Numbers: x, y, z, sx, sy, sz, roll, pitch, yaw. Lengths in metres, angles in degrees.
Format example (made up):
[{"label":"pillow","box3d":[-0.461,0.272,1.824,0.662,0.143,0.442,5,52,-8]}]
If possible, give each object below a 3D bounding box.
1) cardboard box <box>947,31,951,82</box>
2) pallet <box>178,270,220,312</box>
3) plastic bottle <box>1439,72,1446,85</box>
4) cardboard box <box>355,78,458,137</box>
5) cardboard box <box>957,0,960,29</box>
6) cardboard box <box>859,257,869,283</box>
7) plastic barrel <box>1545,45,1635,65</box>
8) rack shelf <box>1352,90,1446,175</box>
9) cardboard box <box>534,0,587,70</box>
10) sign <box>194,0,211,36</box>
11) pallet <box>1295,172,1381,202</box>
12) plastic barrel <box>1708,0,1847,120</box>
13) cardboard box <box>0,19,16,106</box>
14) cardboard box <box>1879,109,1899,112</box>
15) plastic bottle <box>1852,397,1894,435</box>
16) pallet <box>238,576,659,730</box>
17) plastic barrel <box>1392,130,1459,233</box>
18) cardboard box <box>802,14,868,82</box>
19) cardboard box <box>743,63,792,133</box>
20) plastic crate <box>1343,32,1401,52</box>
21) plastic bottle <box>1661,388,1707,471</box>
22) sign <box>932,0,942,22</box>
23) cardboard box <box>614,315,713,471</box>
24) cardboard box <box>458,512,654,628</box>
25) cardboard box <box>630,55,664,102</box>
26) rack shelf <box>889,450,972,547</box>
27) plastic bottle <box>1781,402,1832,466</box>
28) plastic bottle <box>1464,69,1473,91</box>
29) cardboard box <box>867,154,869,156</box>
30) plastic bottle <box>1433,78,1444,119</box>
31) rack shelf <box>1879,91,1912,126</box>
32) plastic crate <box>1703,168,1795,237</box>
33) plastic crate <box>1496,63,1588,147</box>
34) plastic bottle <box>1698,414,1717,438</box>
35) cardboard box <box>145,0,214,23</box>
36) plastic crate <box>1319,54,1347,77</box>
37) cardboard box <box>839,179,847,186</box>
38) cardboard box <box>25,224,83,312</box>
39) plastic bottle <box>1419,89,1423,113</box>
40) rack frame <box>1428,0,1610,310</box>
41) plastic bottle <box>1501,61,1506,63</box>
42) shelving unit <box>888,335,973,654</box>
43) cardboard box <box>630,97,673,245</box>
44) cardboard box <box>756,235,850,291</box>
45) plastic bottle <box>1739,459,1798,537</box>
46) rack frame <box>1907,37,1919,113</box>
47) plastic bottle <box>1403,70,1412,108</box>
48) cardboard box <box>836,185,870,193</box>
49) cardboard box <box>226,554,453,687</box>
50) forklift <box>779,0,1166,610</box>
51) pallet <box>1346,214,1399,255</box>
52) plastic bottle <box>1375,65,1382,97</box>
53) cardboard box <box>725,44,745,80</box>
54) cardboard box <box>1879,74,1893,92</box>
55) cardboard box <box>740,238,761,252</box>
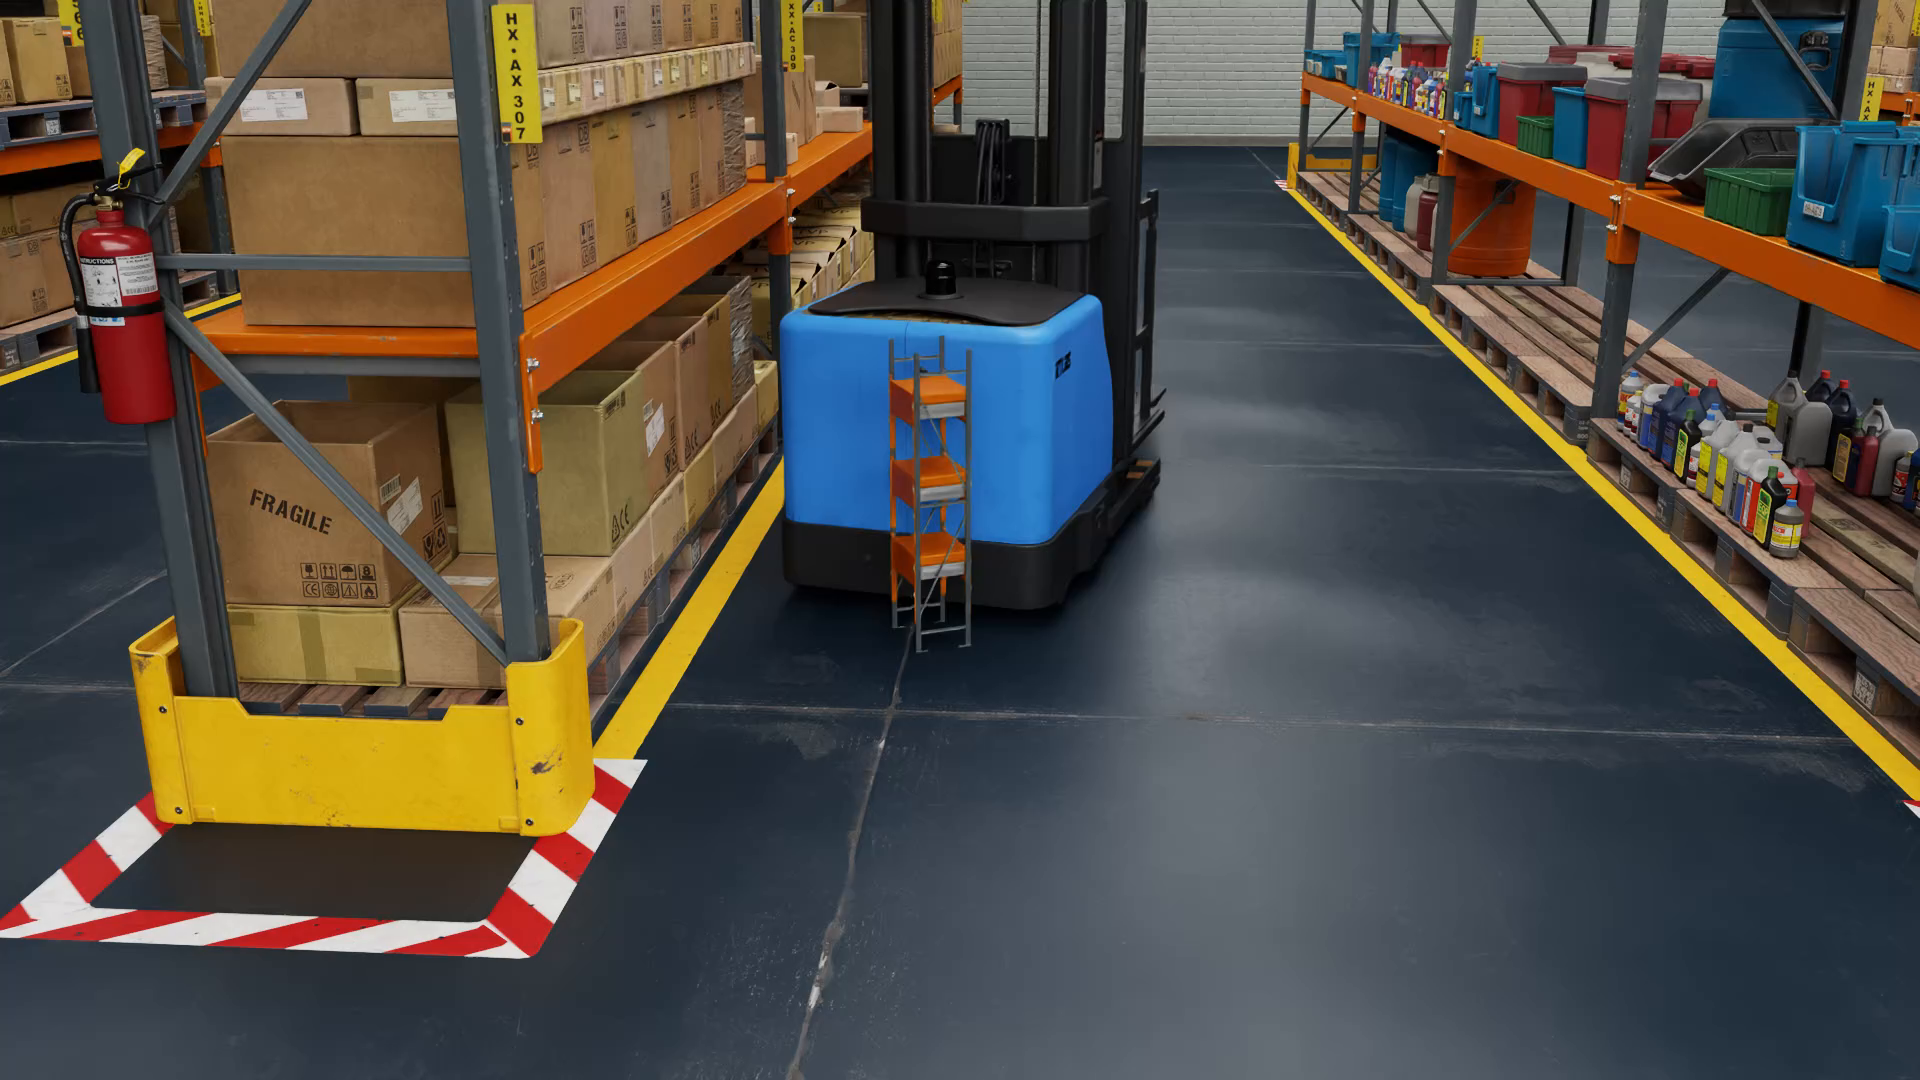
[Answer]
[{"label":"cardboard box","box3d":[-0.356,-5.098,17.503,0.500,0.500,0.500,1,18,3]},{"label":"pallet","box3d":[-6.056,-1.725,11.849,1.003,0.211,1.213,1,18,4]},{"label":"plastic bottle","box3d":[4.338,-4.087,14.898,0.097,0.201,0.097,0,18,0]},{"label":"cardboard box","box3d":[-1.388,-1.172,4.479,0.380,0.149,0.250,1,18,4]},{"label":"cardboard box","box3d":[-0.277,-5.890,18.313,0.500,0.500,0.500,2,18,5]},{"label":"cardboard box","box3d":[-0.885,-1.747,11.180,0.500,0.250,0.500,1,18,3]},{"label":"plastic barrel","box3d":[4.152,-2.986,10.999,0.600,0.536,0.708,1,18,4]},{"label":"rack shelf","box3d":[4.026,-3.351,13.488,1.077,0.370,4.000,1,18,4]},{"label":"cardboard box","box3d":[-1.549,-1.688,5.012,0.700,0.500,0.500,1,18,2]},{"label":"sign","box3d":[-5.457,-3.796,11.959,0.100,0.325,0.005,1,18,4]},{"label":"pallet","box3d":[4.359,-3.976,18.718,1.003,0.211,1.213,1,18,4]},{"label":"plastic barrel","box3d":[3.926,-2.181,7.957,0.600,0.901,0.708,1,18,4]},{"label":"cardboard box","box3d":[-6.152,-2.843,9.915,0.700,0.500,0.500,4,19,11]},{"label":"cardboard box","box3d":[9.301,-3.876,16.673,0.875,0.875,0.875,1,18,4]},{"label":"plastic bottle","box3d":[3.800,-0.413,6.915,0.144,0.351,0.185,1,18,4]},{"label":"pallet","box3d":[-1.618,0.388,5.401,1.003,0.211,1.213,1,18,4]},{"label":"plastic barrel","box3d":[4.063,-3.128,14.348,0.600,0.901,0.708,1,18,4]},{"label":"cardboard box","box3d":[-0.869,-3.909,13.199,0.700,0.500,0.500,5,19,14]},{"label":"cardboard box","box3d":[-1.235,-2.391,9.241,0.500,0.500,0.500,3,18,8]},{"label":"plastic crate","box3d":[4.619,-5.494,18.718,0.616,0.435,0.499,1,18,4]},{"label":"plastic bottle","box3d":[3.111,-0.480,7.117,0.144,0.351,0.185,1,18,2]},{"label":"sign","box3d":[-0.217,-4.965,15.398,0.100,0.325,0.005,1,18,4]},{"label":"cardboard box","box3d":[-1.261,-0.576,6.399,0.500,0.500,0.500,1,18,4]},{"label":"cardboard box","box3d":[-1.339,0.091,5.569,0.500,0.250,0.500,1,18,4]},{"label":"cardboard box","box3d":[-1.277,-1.649,5.936,0.380,0.149,0.250,1,18,4]},{"label":"rack shelf","box3d":[-0.102,-0.144,5.710,0.215,0.259,0.240,-7,20,-21]},{"label":"plastic bottle","box3d":[3.674,-0.474,7.219,0.152,0.276,0.135,1,18,4]},{"label":"plastic bottle","box3d":[4.266,-3.808,13.935,0.097,0.271,0.097,0,18,0]},{"label":"cardboard box","box3d":[-1.013,-3.630,16.493,0.500,0.500,0.500,1,18,4]},{"label":"plastic bottle","box3d":[3.503,-3.223,12.130,0.061,0.283,0.133,1,18,4]},{"label":"rack shelf","box3d":[9.253,-4.483,16.942,1.077,0.370,4.000,1,18,4]},{"label":"plastic crate","box3d":[3.217,-1.313,6.455,0.450,0.188,0.662,1,18,4]},{"label":"plastic crate","box3d":[3.462,-2.607,9.960,0.402,0.464,0.583,1,18,4]},{"label":"plastic bottle","box3d":[3.138,-0.395,6.988,0.097,0.271,0.097,0,18,0]},{"label":"cardboard box","box3d":[-5.707,-3.992,12.414,0.500,0.250,0.500,2,18,5]},{"label":"plastic crate","box3d":[4.016,-5.027,17.620,0.416,0.233,0.300,1,18,4]},{"label":"cardboard box","box3d":[-1.187,-2.661,13.535,0.500,0.500,0.500,1,18,2]},{"label":"cardboard box","box3d":[-6.159,-1.777,10.837,0.700,0.500,0.500,1,18,4]},{"label":"plastic bottle","box3d":[3.564,-3.371,12.712,0.097,0.201,0.097,0,18,0]},{"label":"rack frame","box3d":[3.883,-3.072,11.480,1.000,3.000,0.127,1,18,4]},{"label":"plastic bottle","box3d":[4.351,-3.656,13.342,0.144,0.351,0.185,1,18,4]},{"label":"shelving unit","box3d":[-0.102,-0.155,5.707,0.215,1.050,0.252,-7,20,-21]},{"label":"cardboard box","box3d":[-1.477,-1.372,6.132,0.700,0.500,0.500,2,18,6]},{"label":"cardboard box","box3d":[-0.957,-1.701,10.138,0.500,0.311,0.500,2,18,5]},{"label":"plastic bottle","box3d":[3.049,-0.160,6.261,0.152,0.276,0.135,1,18,4]},{"label":"rack frame","box3d":[9.110,-4.204,14.934,1.000,3.000,0.127,1,18,4]},{"label":"plastic bottle","box3d":[3.591,-3.605,13.296,0.061,0.283,0.133,1,18,4]},{"label":"cardboard box","box3d":[-0.708,-2.502,13.051,0.500,0.500,0.500,1,18,2]},{"label":"cardboard box","box3d":[-1.887,0.235,5.130,0.500,0.250,0.500,1,18,4]},{"label":"forklift","box3d":[0.276,-1.565,6.991,1.130,2.935,3.031,6,19,17]},{"label":"pallet","box3d":[4.073,-2.750,14.977,1.003,0.211,1.213,1,18,4]},{"label":"plastic bottle","box3d":[3.711,-4.041,14.644,0.097,0.271,0.097,0,18,0]},{"label":"cardboard box","box3d":[-1.170,-2.131,7.407,0.380,0.149,0.250,1,18,3]},{"label":"cardboard box","box3d":[8.823,-4.266,15.529,0.380,0.149,0.250,2,18,5]},{"label":"cardboard box","box3d":[-1.492,-1.705,10.151,0.500,0.311,0.500,1,18,3]}]
